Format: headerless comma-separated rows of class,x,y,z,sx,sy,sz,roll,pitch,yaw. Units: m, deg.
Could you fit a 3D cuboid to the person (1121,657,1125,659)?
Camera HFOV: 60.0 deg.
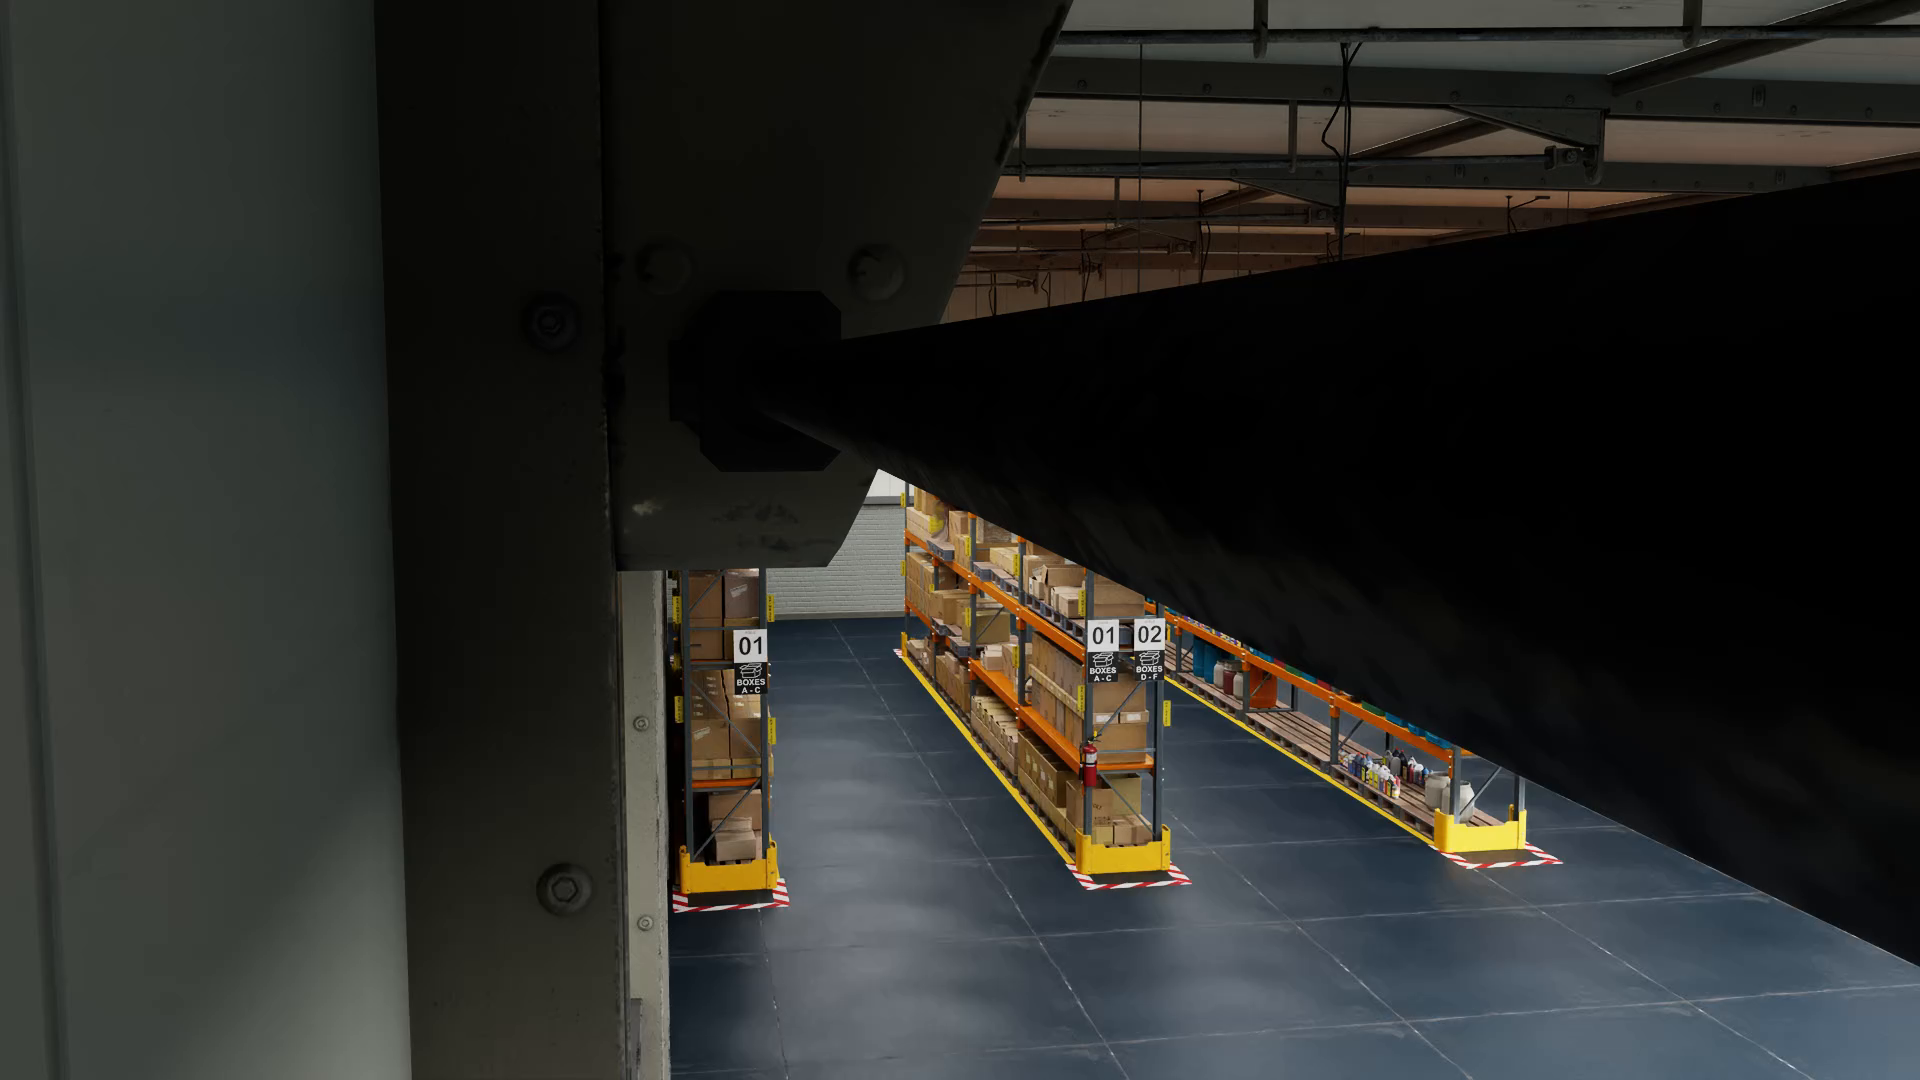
person,2.847,2.010,30.379,0.660,1.841,0.850,-1,6,-14
